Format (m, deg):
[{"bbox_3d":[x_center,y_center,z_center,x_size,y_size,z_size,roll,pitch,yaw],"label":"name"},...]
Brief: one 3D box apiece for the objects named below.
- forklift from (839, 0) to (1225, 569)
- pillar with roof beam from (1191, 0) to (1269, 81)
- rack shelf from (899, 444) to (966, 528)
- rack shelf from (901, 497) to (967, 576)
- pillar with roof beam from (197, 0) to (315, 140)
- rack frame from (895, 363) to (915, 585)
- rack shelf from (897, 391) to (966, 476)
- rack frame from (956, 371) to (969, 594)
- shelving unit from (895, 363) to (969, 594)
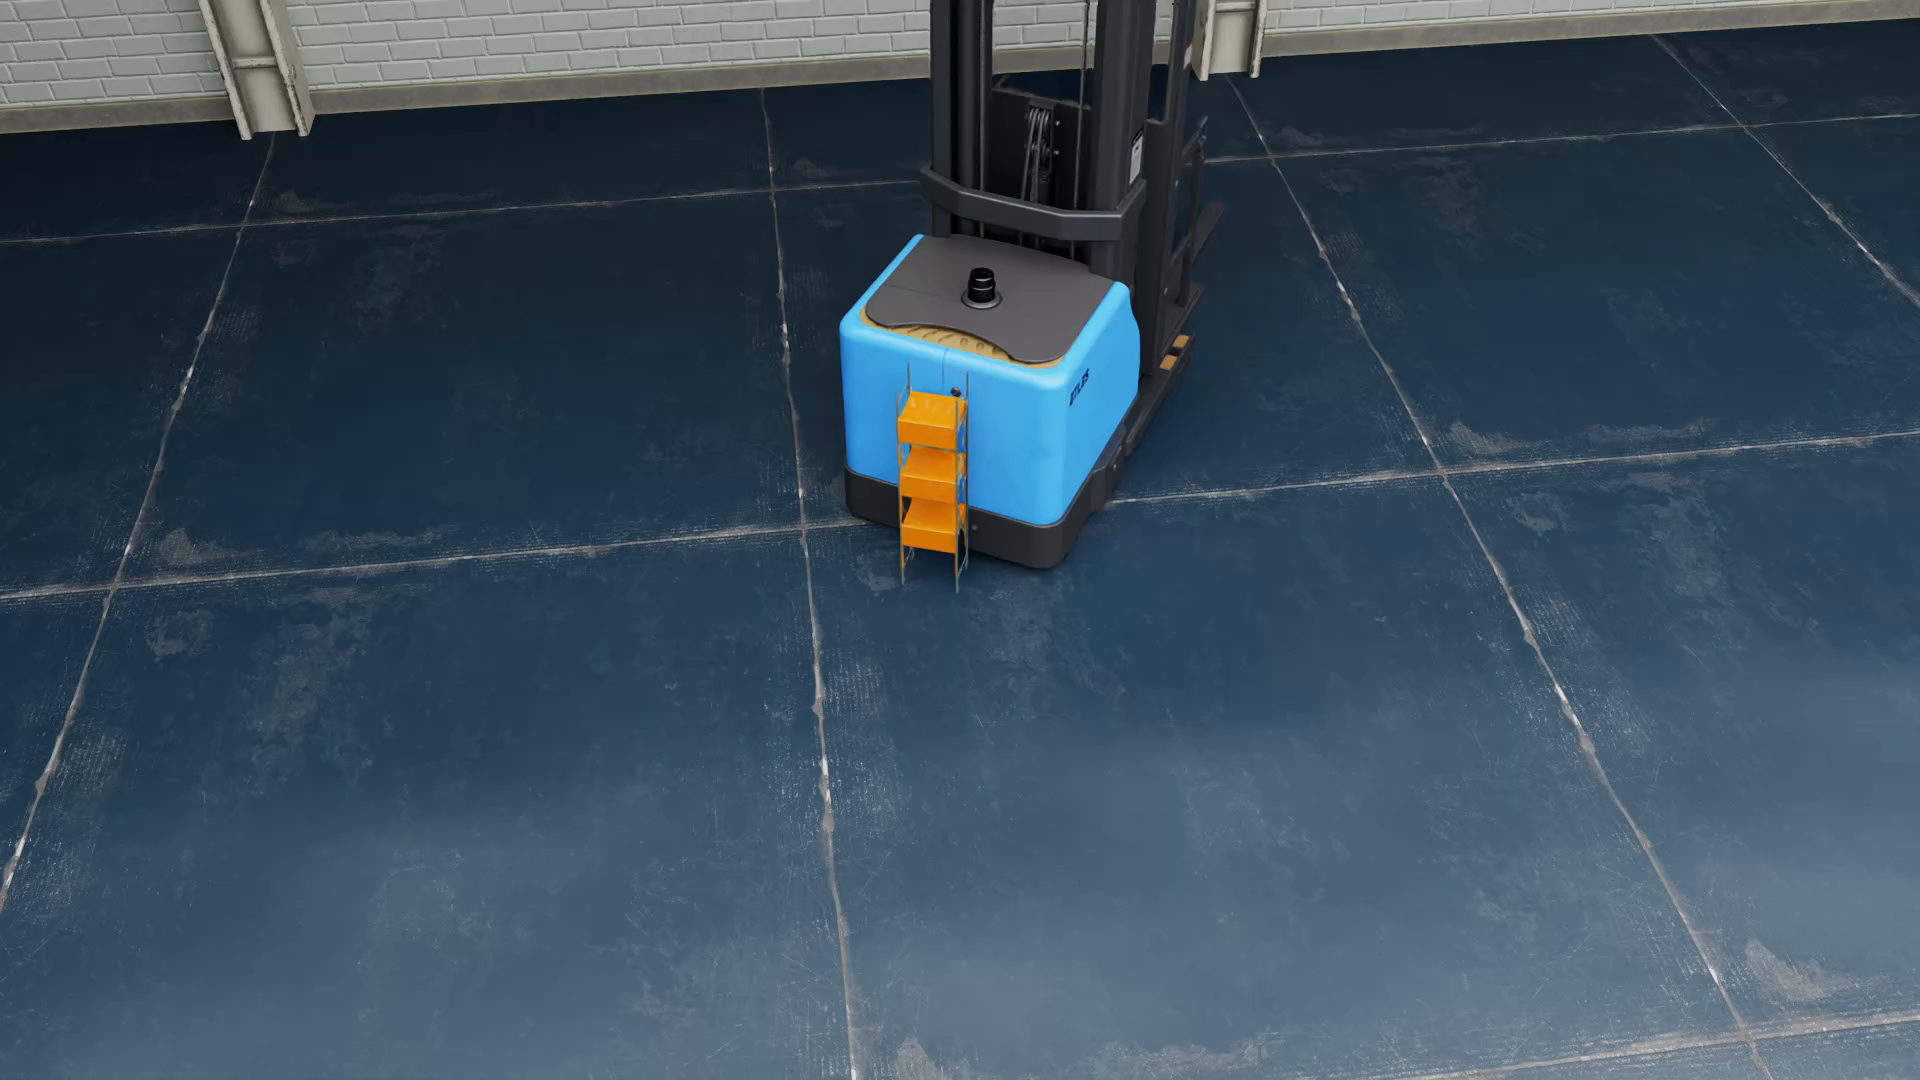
[{"bbox_3d":[0.544,-1.956,7.446,1.130,2.935,3.031,17,45,18],"label":"forklift"},{"bbox_3d":[2.283,-3.574,4.709,0.400,9.000,9.100,-5,42,-6],"label":"pillar with roof beam"},{"bbox_3d":[-0.110,-0.232,6.954,0.240,0.259,0.215,9,43,10],"label":"rack shelf"},{"bbox_3d":[-0.110,-0.025,7.140,0.240,0.259,0.215,9,43,10],"label":"rack shelf"},{"bbox_3d":[-3.666,-3.053,4.131,0.400,9.000,9.100,-5,42,-6],"label":"pillar with roof beam"},{"bbox_3d":[-0.228,-0.259,6.968,0.008,1.050,0.200,9,43,10],"label":"rack frame"},{"bbox_3d":[-0.110,-0.442,6.764,0.240,0.259,0.215,9,43,10],"label":"rack shelf"},{"bbox_3d":[0.009,-0.221,6.926,0.008,1.050,0.200,9,43,10],"label":"rack frame"},{"bbox_3d":[-0.110,-0.240,6.947,0.252,1.050,0.215,9,43,10],"label":"shelving unit"}]
